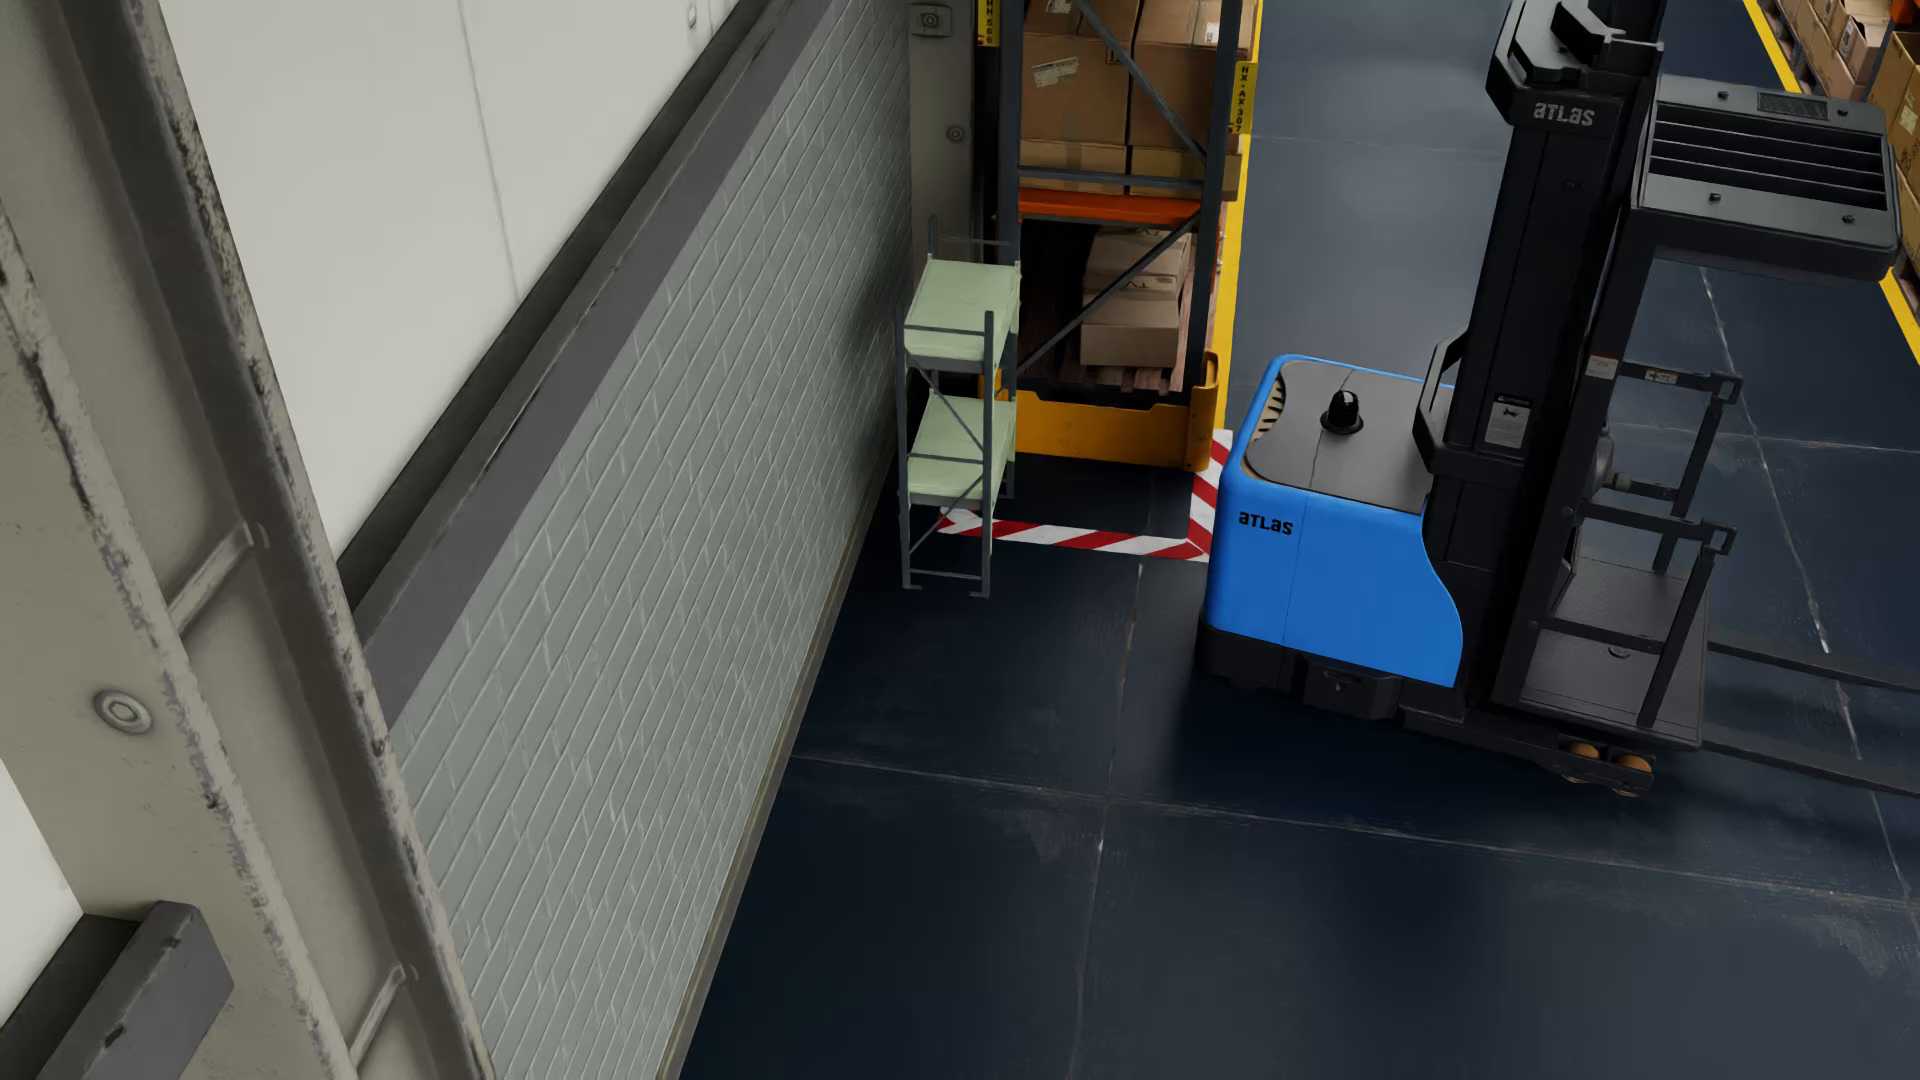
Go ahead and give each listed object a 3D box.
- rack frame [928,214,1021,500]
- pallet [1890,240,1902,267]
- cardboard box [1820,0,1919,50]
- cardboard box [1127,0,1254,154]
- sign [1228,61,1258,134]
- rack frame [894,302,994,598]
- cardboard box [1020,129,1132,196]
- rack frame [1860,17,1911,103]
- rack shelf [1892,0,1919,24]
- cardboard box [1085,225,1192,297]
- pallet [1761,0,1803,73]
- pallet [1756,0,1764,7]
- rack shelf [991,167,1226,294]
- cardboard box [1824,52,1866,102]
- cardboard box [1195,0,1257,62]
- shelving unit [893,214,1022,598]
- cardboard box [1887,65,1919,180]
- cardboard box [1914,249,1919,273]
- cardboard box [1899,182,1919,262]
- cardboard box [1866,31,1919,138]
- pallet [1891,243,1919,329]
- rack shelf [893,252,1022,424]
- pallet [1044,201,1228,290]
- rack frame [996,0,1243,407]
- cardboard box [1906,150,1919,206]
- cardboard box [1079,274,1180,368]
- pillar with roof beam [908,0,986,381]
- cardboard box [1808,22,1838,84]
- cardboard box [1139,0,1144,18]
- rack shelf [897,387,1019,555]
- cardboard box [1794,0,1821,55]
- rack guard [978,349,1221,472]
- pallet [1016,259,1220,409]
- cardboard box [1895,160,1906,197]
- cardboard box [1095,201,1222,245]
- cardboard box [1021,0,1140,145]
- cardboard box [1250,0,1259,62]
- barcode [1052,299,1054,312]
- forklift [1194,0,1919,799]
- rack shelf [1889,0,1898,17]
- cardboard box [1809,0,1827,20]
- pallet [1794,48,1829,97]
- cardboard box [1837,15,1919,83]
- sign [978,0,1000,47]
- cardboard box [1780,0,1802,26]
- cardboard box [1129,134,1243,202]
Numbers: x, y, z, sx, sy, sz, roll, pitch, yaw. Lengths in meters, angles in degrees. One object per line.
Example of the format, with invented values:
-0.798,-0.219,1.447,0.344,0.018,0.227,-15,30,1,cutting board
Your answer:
0.062,-0.804,7.642,0.400,1.500,0.023,6,40,8,rack frame
6.063,-2.009,10.111,1.003,0.211,1.213,6,40,8,pallet
6.114,-3.509,11.125,0.500,0.311,0.500,7,40,9,cardboard box
1.049,-2.117,7.567,0.500,0.500,0.500,6,40,8,cardboard box
1.205,-1.885,7.094,0.100,0.325,0.005,6,40,8,sign
-0.064,-0.344,7.086,0.400,1.500,0.023,6,40,8,rack frame
0.560,-1.876,7.864,0.500,0.250,0.500,7,40,8,cardboard box
6.242,-3.578,9.820,1.000,3.000,0.127,6,40,8,rack frame
5.896,-2.046,8.531,1.077,0.370,4.000,6,40,8,rack shelf
0.977,-1.527,9.104,0.500,0.311,0.500,10,41,11,cardboard box
6.540,-3.738,12.202,1.003,0.211,1.213,6,40,8,pallet
6.753,-4.501,13.126,1.003,0.211,1.213,6,40,8,pallet
1.016,-2.589,9.189,1.077,0.370,4.000,6,40,8,rack shelf
6.028,-2.972,10.916,0.500,0.250,0.500,6,40,7,cardboard box
1.144,-2.426,7.941,0.500,0.500,0.500,7,40,8,cardboard box
-0.001,-0.574,7.364,0.431,1.500,0.755,6,40,8,shelving unit
5.775,-2.398,9.633,0.500,0.500,0.500,6,40,8,cardboard box
5.599,-1.482,9.113,0.500,0.250,0.500,6,40,8,cardboard box
5.680,-1.796,9.493,0.500,0.250,0.500,6,40,8,cardboard box
5.853,-2.713,10.014,0.500,0.500,0.500,6,40,8,cardboard box
5.854,-1.241,9.182,1.003,0.211,1.213,6,40,8,pallet
-0.001,-0.875,7.115,0.431,0.370,0.720,6,40,8,rack shelf
1.072,-1.854,9.923,1.003,0.211,1.213,6,40,8,pallet
0.670,-1.612,7.442,1.000,3.000,0.127,6,40,8,rack frame
5.681,-2.085,9.254,0.500,0.500,0.500,6,40,8,cardboard box
0.879,-1.169,8.672,0.500,0.311,0.500,2,40,3,cardboard box
4.179,-3.984,5.603,9.100,9.000,0.400,6,40,8,pillar with roof beam
6.118,-3.290,11.300,0.500,0.250,0.500,6,40,7,cardboard box
0.639,-2.485,8.011,0.500,0.500,0.500,7,40,8,cardboard box
-0.001,-0.323,7.572,0.431,0.370,0.720,6,40,8,rack shelf
6.206,-3.611,11.688,0.500,0.250,0.500,7,40,9,cardboard box
0.683,-0.696,8.296,1.175,0.500,0.348,6,40,8,rack guard
0.859,-1.090,9.000,1.003,0.211,1.213,6,40,8,pallet
5.772,-2.109,9.872,0.500,0.250,0.500,6,40,8,cardboard box
1.153,-2.055,9.594,0.700,0.500,0.500,4,40,5,cardboard box
0.542,-2.170,7.631,0.500,0.500,0.500,6,40,7,cardboard box
1.240,-2.750,8.332,0.500,0.500,0.500,5,40,6,cardboard box
0.488,-1.228,8.736,0.001,0.075,0.075,6,40,8,barcode
2.575,-0.496,6.147,3.031,2.935,1.130,14,42,16,forklift
6.588,-4.556,11.568,1.077,0.370,4.000,6,40,8,rack shelf
6.202,-3.822,11.504,0.500,0.311,0.500,6,40,8,cardboard box
6.331,-2.970,11.273,1.003,0.211,1.213,6,40,8,pallet
6.030,-3.182,10.730,0.500,0.311,0.500,6,40,8,cardboard box
0.127,-2.253,7.062,0.100,0.325,0.005,6,40,8,sign
6.295,-3.930,12.074,0.500,0.250,0.500,7,40,9,cardboard box
1.067,-1.833,7.811,0.500,0.250,0.500,5,40,6,cardboard box
